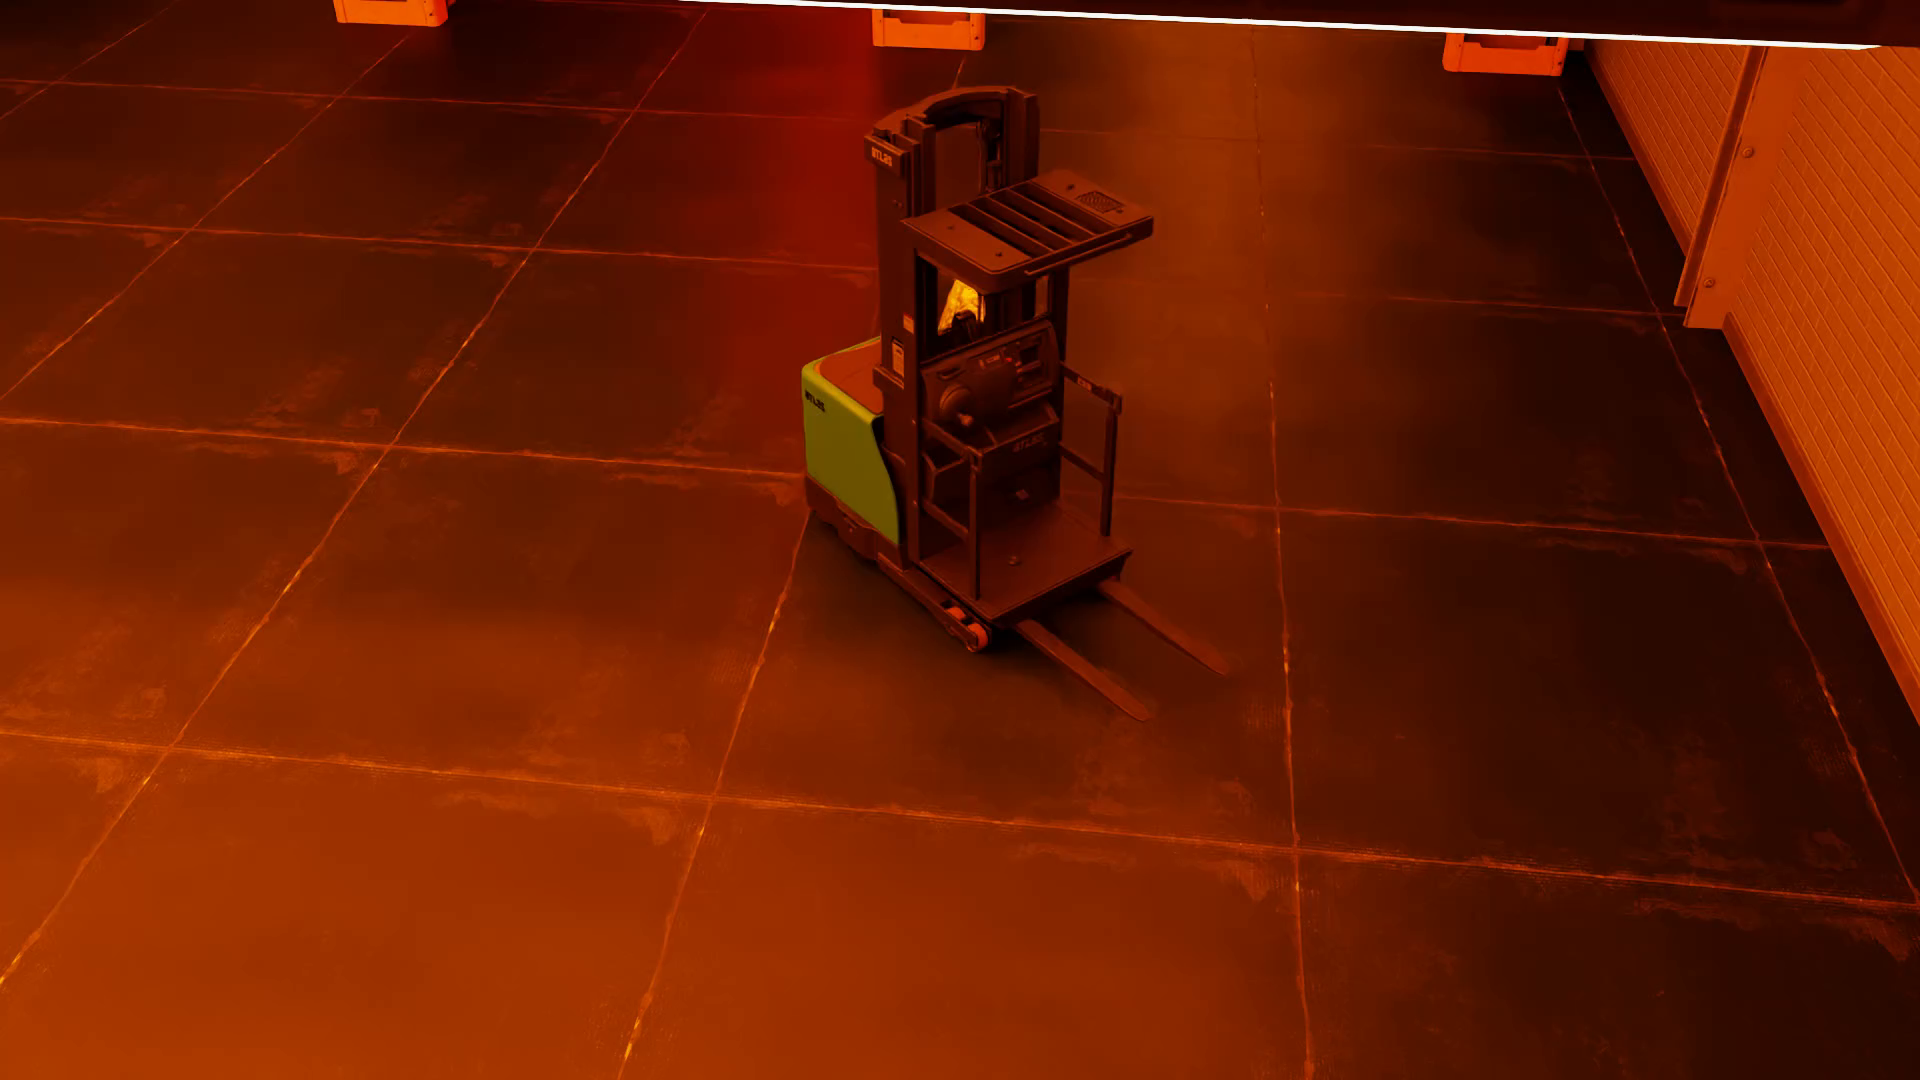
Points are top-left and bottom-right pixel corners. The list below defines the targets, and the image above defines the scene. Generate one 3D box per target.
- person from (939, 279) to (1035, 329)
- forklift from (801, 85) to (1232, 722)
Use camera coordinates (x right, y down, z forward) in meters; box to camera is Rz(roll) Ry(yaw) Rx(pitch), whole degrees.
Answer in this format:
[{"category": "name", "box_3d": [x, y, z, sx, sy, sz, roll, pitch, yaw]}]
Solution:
[{"category": "person", "box_3d": [0.216, -1.314, 11.078, 0.871, 1.414, 0.740, -13, 38, -17]}, {"category": "forklift", "box_3d": [0.311, -0.867, 9.206, 1.130, 2.935, 3.031, -25, 43, -30]}]
